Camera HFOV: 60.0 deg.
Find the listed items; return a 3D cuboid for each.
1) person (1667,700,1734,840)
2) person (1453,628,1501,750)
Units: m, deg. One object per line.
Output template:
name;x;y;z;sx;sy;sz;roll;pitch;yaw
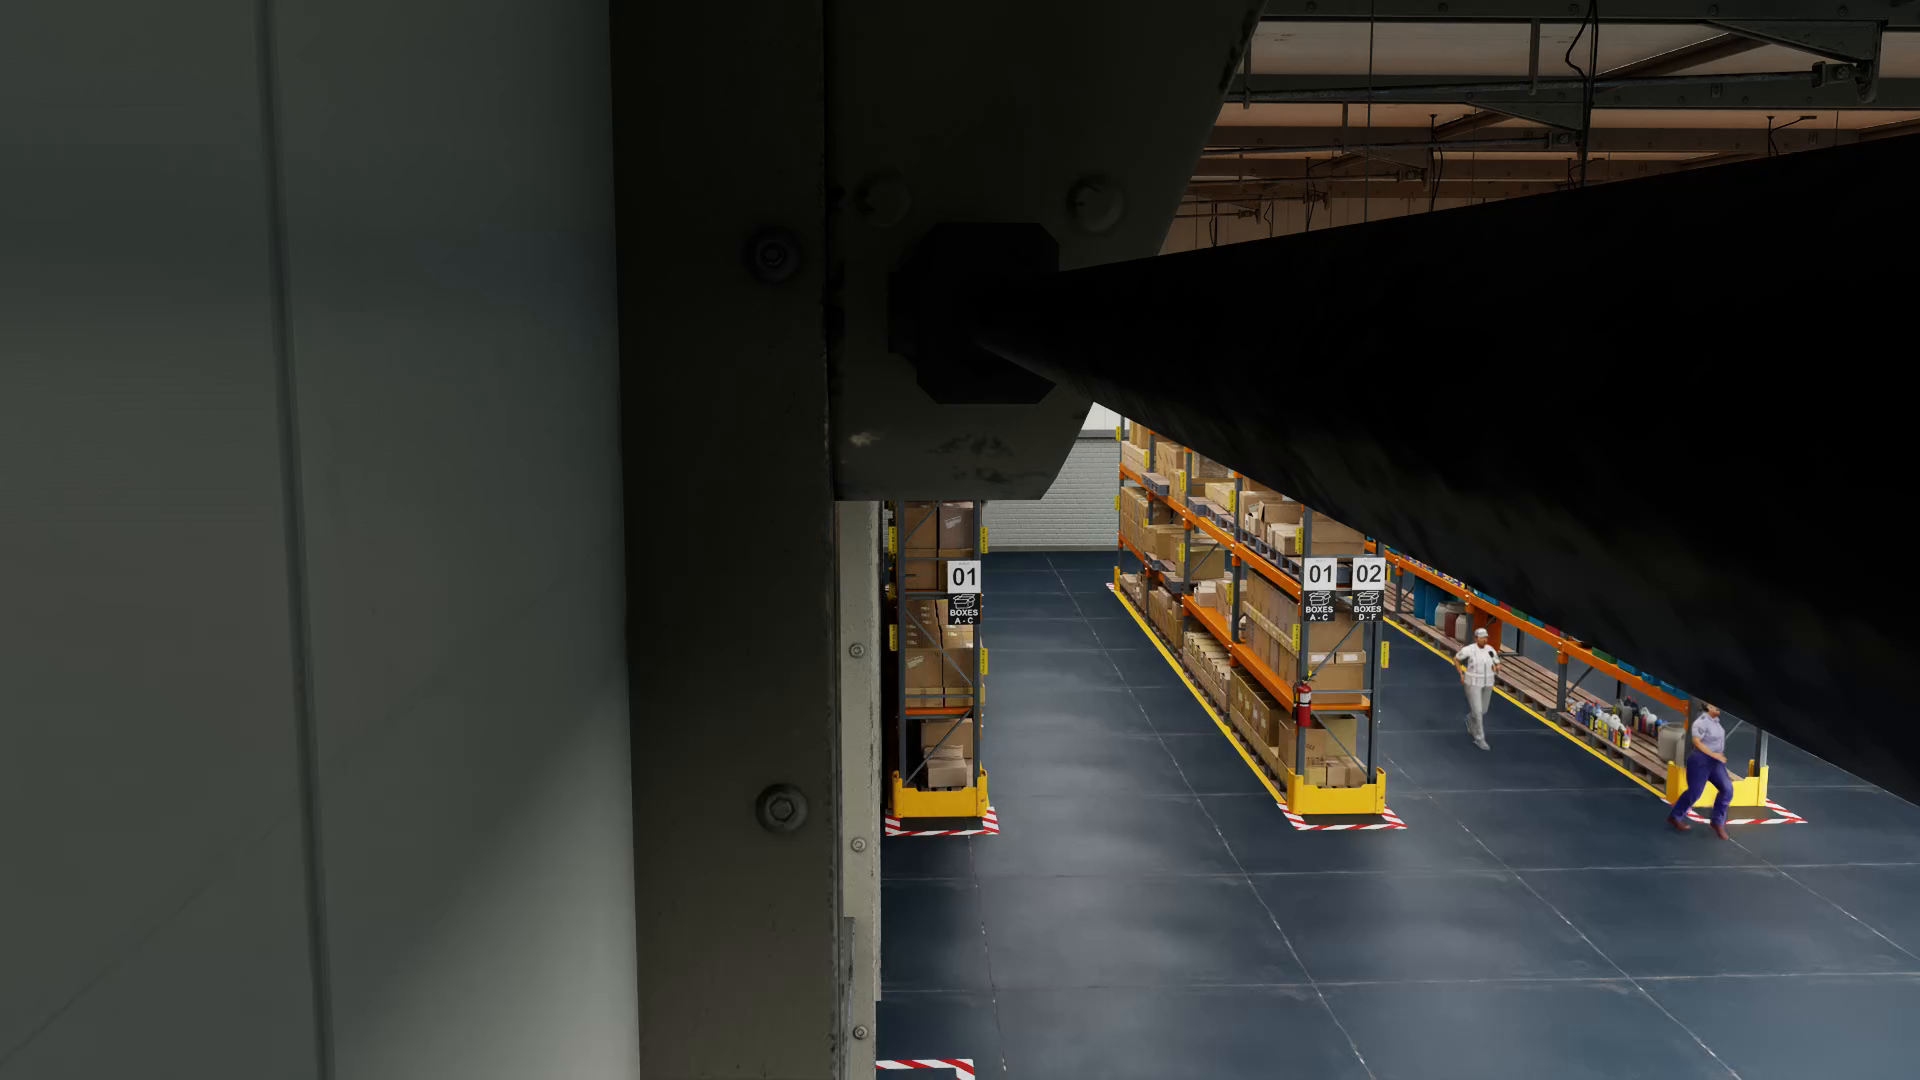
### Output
person;8.935;2.692;19.847;0.653;1.662;0.698;-6;10;-37
person;7.418;2.079;23.778;0.603;1.662;0.940;-2;8;-12
